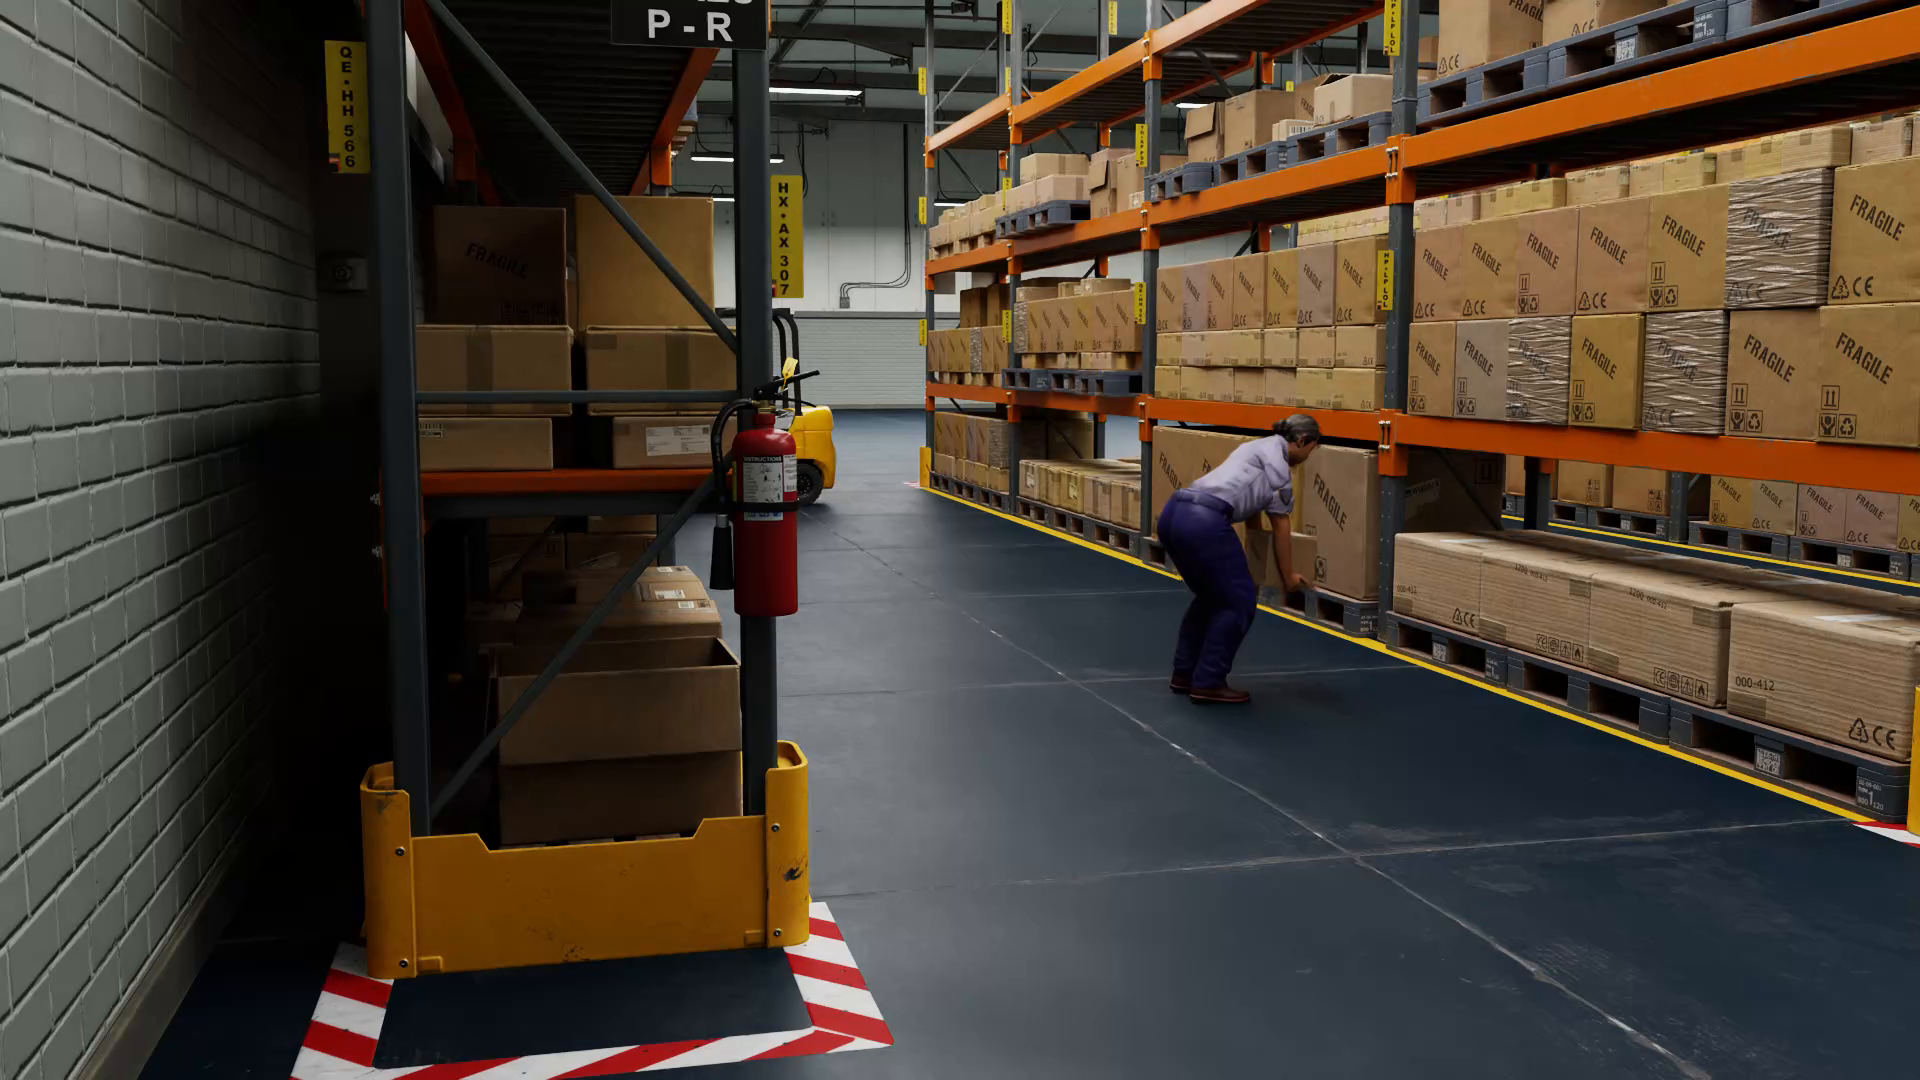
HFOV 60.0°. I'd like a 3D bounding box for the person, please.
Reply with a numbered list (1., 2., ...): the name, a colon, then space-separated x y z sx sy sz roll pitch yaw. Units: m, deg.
1. person: 1.345 0.076 7.942 0.793 1.354 0.462 -2 6 -15
